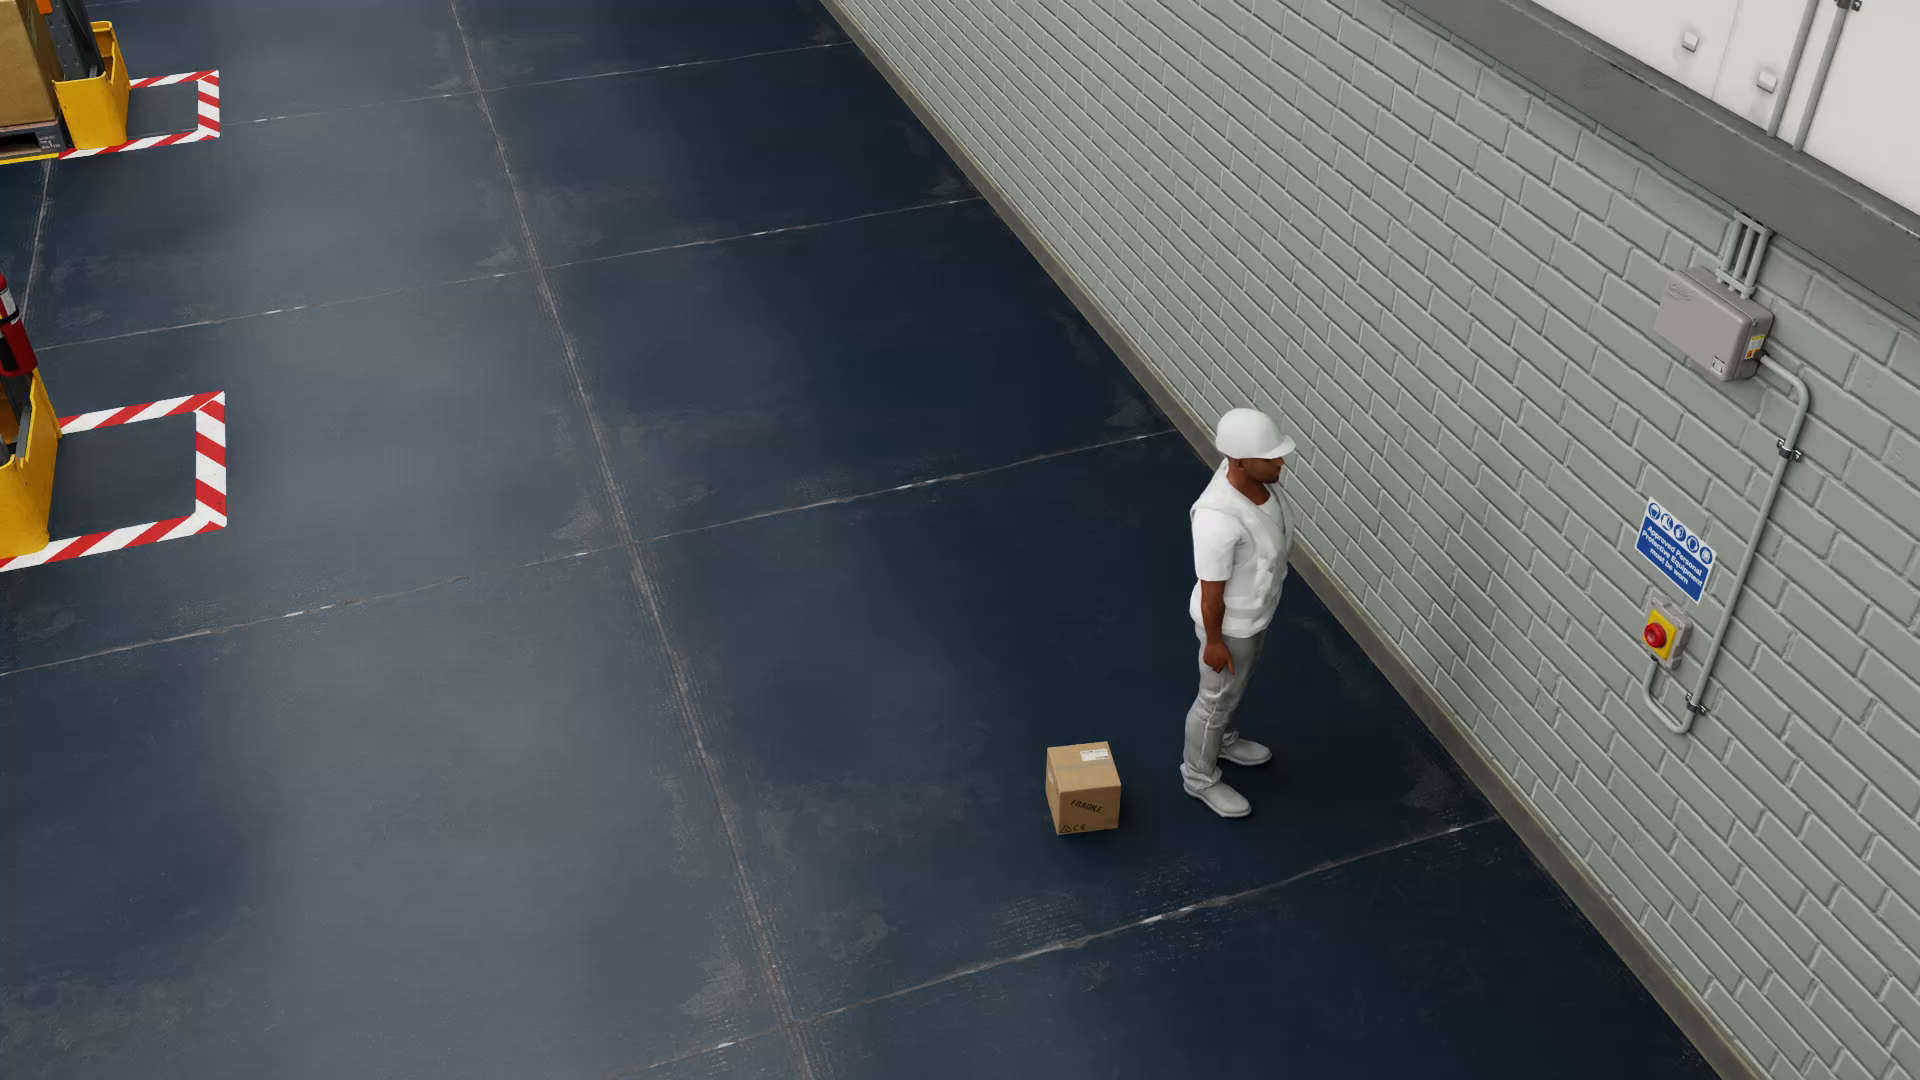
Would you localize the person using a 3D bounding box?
[{"bbox_3d":[1.078,0.263,6.420,0.393,1.770,0.544,15,40,18],"label":"person"}]
